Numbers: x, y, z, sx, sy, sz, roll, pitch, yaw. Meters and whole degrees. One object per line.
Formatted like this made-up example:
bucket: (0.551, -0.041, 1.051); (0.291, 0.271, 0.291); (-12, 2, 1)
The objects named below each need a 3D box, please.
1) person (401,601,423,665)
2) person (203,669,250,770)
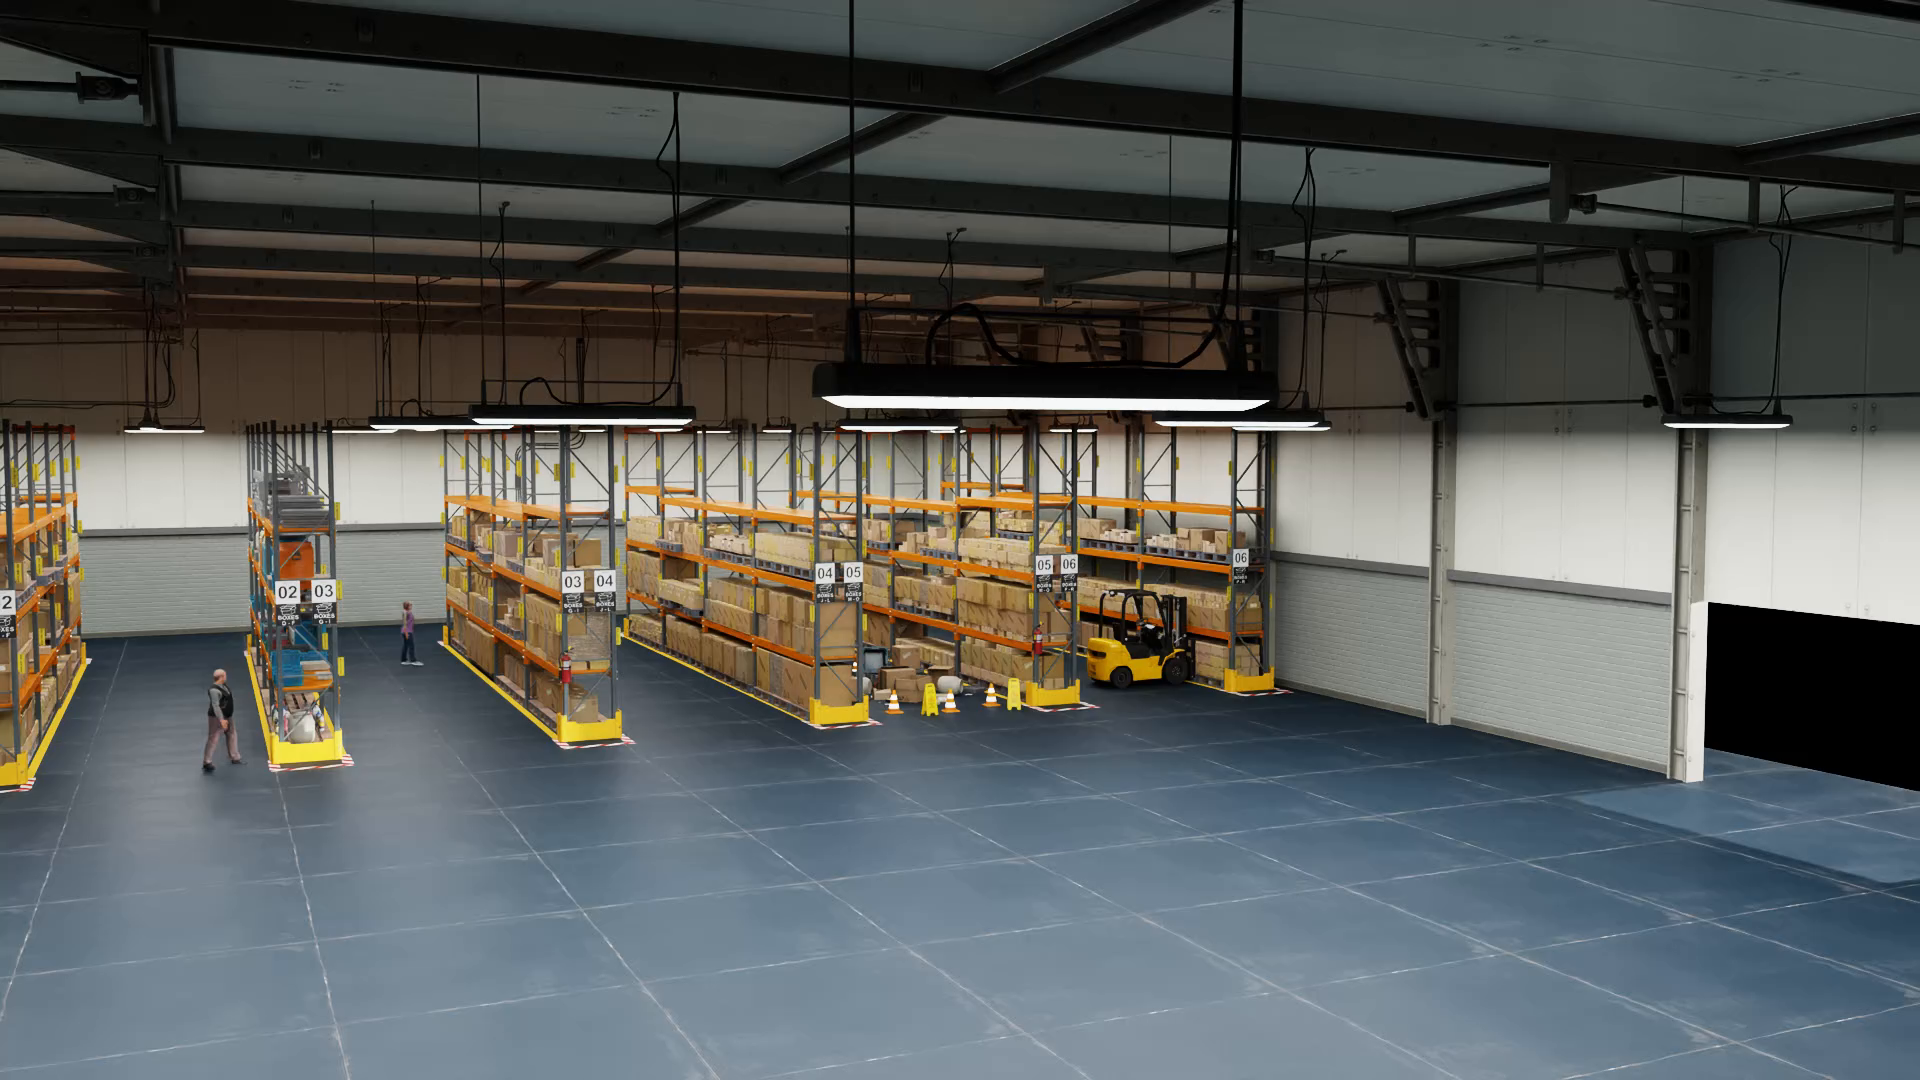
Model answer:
person: (-13.719, 2.326, 41.592); (0.526, 1.596, 0.452); (-1, 4, -16)
person: (-12.711, 3.083, 28.683); (0.586, 1.735, 0.689); (0, 4, 4)
